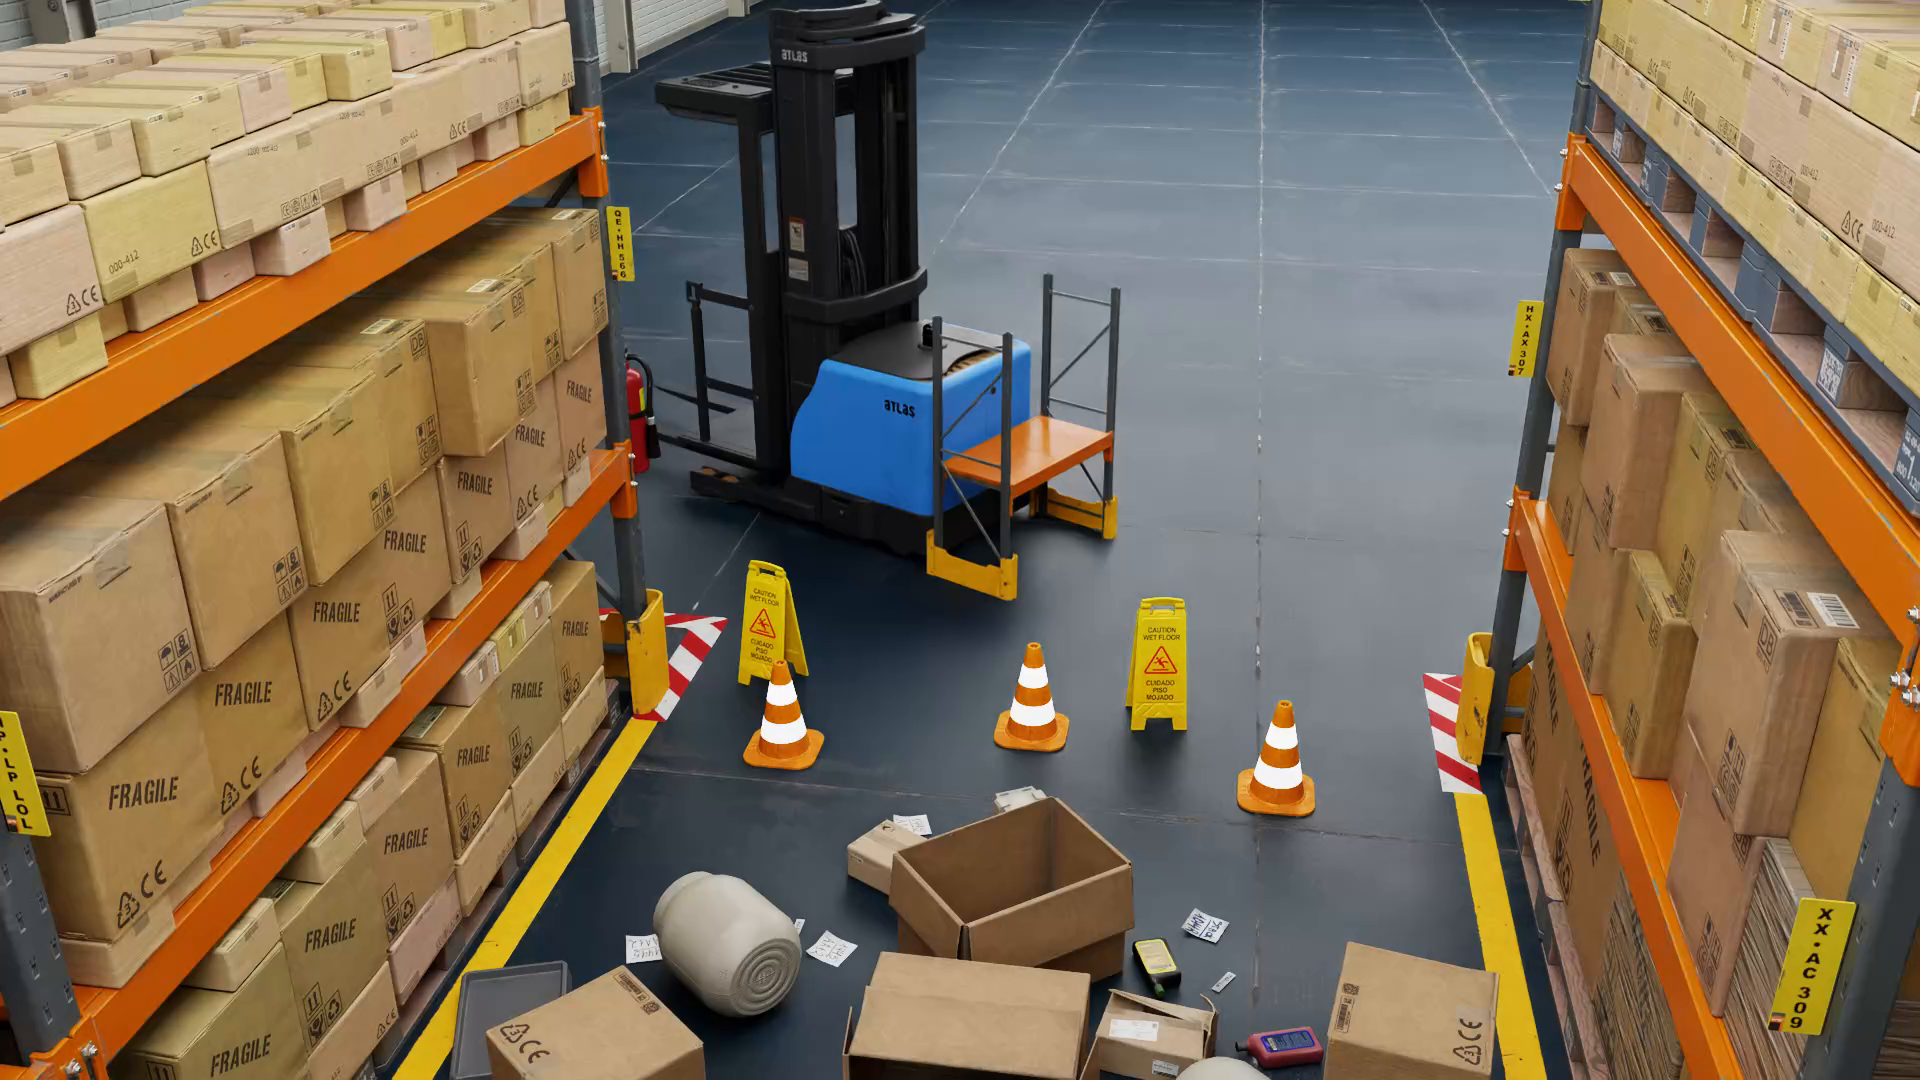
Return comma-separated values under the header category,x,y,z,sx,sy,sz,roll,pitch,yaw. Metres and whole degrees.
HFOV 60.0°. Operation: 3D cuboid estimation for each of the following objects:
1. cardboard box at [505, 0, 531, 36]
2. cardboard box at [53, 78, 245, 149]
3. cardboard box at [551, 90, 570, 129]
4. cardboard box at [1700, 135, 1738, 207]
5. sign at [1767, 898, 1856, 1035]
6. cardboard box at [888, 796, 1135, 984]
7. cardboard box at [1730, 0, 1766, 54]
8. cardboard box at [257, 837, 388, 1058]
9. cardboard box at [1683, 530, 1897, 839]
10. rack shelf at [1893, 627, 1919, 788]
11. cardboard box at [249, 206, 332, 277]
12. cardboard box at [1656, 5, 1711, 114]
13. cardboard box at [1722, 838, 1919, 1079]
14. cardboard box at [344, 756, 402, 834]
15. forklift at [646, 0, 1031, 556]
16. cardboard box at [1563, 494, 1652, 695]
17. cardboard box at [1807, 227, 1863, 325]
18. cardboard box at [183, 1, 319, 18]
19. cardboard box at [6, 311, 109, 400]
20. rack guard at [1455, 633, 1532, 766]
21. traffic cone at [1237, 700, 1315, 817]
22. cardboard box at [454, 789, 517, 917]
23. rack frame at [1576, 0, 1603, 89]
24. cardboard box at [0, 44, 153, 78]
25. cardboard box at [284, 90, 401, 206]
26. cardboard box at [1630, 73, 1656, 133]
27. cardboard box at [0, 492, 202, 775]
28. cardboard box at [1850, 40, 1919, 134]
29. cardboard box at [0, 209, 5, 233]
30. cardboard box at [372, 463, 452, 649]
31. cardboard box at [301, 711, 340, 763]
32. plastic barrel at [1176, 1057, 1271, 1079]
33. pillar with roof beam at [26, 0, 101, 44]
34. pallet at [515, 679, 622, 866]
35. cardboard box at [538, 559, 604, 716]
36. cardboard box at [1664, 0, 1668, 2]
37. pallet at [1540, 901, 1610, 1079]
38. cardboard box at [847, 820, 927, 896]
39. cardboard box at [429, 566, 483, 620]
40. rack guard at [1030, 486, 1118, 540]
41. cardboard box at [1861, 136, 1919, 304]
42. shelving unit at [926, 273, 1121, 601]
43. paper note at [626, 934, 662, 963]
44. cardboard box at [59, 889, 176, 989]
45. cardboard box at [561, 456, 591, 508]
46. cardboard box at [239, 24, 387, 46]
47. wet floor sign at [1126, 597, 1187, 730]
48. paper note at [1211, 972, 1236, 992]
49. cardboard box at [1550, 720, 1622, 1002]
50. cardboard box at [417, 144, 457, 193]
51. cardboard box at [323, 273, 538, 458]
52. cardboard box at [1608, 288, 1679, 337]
category,x,y,z,sx,sy,sz,roll,pitch,yaw
cardboard box,-1.860,-2.001,6.303,0.380,0.149,0.250,4,25,9
cardboard box,-2.170,-1.140,4.464,0.380,0.149,0.250,3,25,7
cardboard box,-1.798,-1.738,6.683,0.380,0.149,0.250,4,25,9
cardboard box,2.223,-0.981,4.453,0.380,0.149,0.250,4,25,8
sign,1.683,0.846,3.290,0.100,0.325,0.005,4,25,9
cardboard box,0.195,1.379,6.211,0.797,0.503,0.637,-14,29,-27
cardboard box,2.224,-1.340,4.278,0.380,0.149,0.250,4,25,9
cardboard box,-2.231,1.274,5.354,0.500,0.500,0.500,5,26,11
cardboard box,2.300,0.365,3.982,0.875,0.550,0.550,4,25,9
rack shelf,1.904,1.116,1.139,1.077,0.370,4.000,4,25,9
cardboard box,-2.079,-0.880,4.850,0.380,0.149,0.250,4,25,7
cardboard box,2.389,-1.414,4.908,0.500,0.250,0.500,4,25,8
cardboard box,2.279,1.089,3.709,0.875,0.550,0.550,4,25,9
cardboard box,-2.104,0.829,5.539,0.380,0.149,0.250,5,26,12
forklift,-1.056,-1.716,9.959,3.031,2.935,1.130,17,30,33
cardboard box,2.585,0.186,5.637,0.875,0.550,0.550,4,25,9
cardboard box,2.057,-0.557,3.545,0.380,0.149,0.250,4,25,9
cardboard box,-2.517,-1.827,5.931,0.380,0.149,0.250,4,25,8
cardboard box,-2.276,-0.452,3.936,0.380,0.149,0.250,4,25,9
rack guard,2.888,0.761,7.535,1.175,0.500,0.348,4,25,9
traffic cone,1.397,0.912,7.257,0.336,0.463,0.334,4,25,9
cardboard box,-2.055,1.185,6.427,0.500,0.250,0.500,3,25,7
rack frame,2.884,-3.078,5.711,1.000,3.000,0.127,4,25,9
cardboard box,-2.674,-1.398,5.015,0.380,0.149,0.250,4,25,9
cardboard box,-2.077,-1.215,5.096,0.500,0.250,0.500,4,25,9
cardboard box,2.389,-1.403,5.353,0.380,0.149,0.250,4,25,9
cardboard box,-2.383,0.209,4.116,0.700,0.500,0.500,4,25,8
cardboard box,2.059,-0.915,3.371,0.380,0.149,0.250,4,25,8
cardboard box,-2.296,-0.704,3.533,0.380,0.149,0.250,4,25,8
cardboard box,-2.106,0.033,5.672,0.500,0.500,0.500,4,25,9
cardboard box,-2.210,0.578,5.273,0.380,0.149,0.250,4,25,8
plastic barrel,0.903,1.898,5.196,0.421,0.421,0.512,-20,32,-36
pillar with roof beam,-2.688,-5.704,11.320,9.100,9.000,0.400,4,25,9
pallet,-2.196,0.970,7.428,1.003,0.211,1.213,4,25,9
cardboard box,-1.889,0.407,7.206,0.500,0.500,0.500,4,25,9
cardboard box,2.390,-1.767,5.192,0.380,0.149,0.250,4,25,9
pallet,2.629,1.750,5.761,1.003,0.211,1.213,4,25,9
cardboard box,-0.237,1.317,6.760,0.380,0.149,0.250,19,31,35
cardboard box,-2.006,0.163,6.160,0.380,0.149,0.250,4,25,8
rack guard,0.671,-0.200,9.883,0.587,0.250,0.087,18,31,34
cardboard box,2.058,-0.573,3.110,0.500,0.250,0.500,4,25,8
shelving unit,0.366,-0.599,9.261,0.587,1.500,1.083,18,31,34
paper note,-1.208,1.561,6.380,0.142,0.019,0.148,-5,25,-10
cardboard box,-2.301,1.015,4.339,0.380,0.149,0.250,4,25,8
cardboard box,-1.798,-0.263,7.070,0.380,0.149,0.250,4,25,8
cardboard box,-2.091,-1.581,5.406,0.380,0.149,0.250,3,25,7
wet floor sign,0.936,0.556,7.801,0.267,0.644,0.232,0,25,-1
paper note,0.985,1.651,6.212,0.032,0.001,0.123,19,31,35
cardboard box,2.697,1.067,5.942,0.875,0.875,0.875,4,25,8
cardboard box,-1.984,-1.314,5.777,0.380,0.149,0.250,4,25,8
cardboard box,-1.956,-0.634,5.919,0.700,0.500,0.500,4,25,8
cardboard box,2.787,-0.529,5.892,0.875,0.550,0.550,4,25,9
